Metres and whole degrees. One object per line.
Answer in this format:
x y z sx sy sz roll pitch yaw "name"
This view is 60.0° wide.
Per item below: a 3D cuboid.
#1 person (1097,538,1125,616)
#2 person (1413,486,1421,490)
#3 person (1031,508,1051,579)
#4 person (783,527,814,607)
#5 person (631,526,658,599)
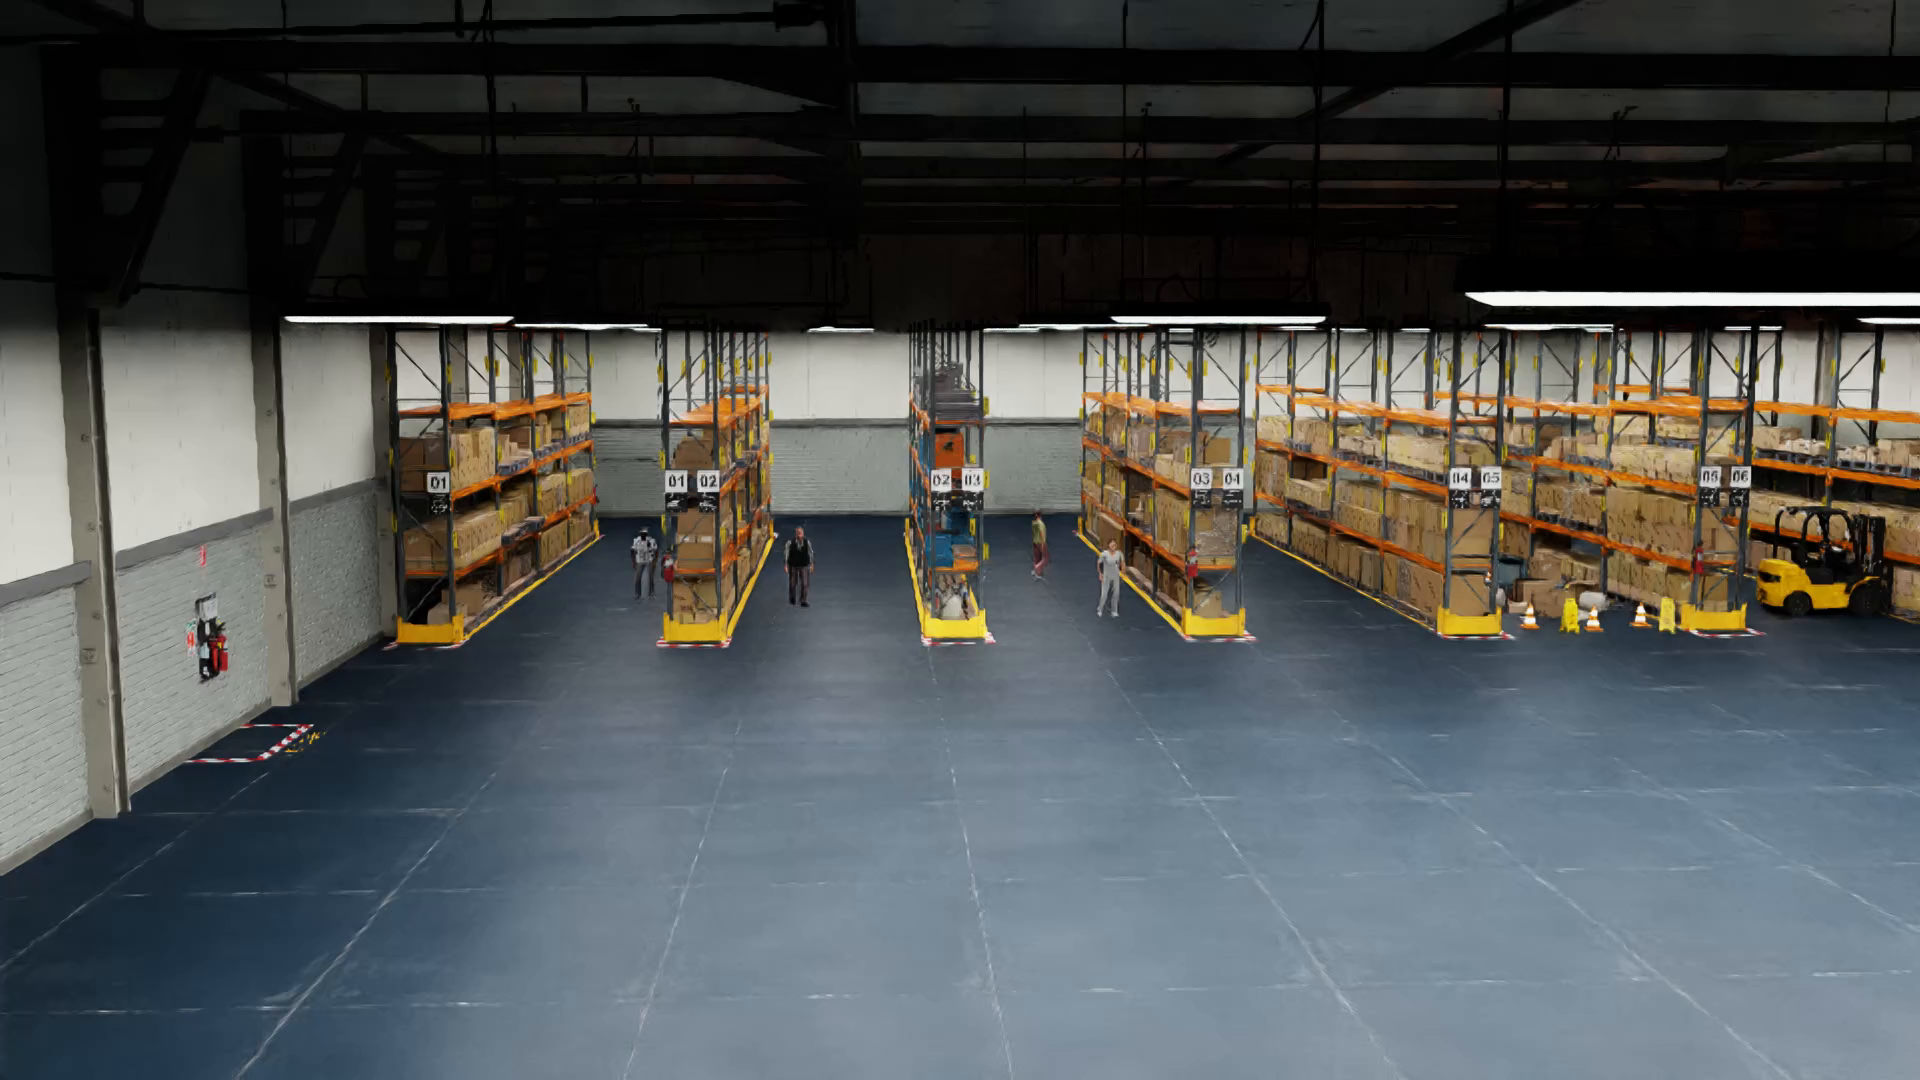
3.068 0.752 33.854 0.580 1.618 0.507 -1 7 -5 "person"
12.337 -0.730 44.975 0.622 1.772 0.697 1 7 12 "person"
1.842 0.099 38.849 0.432 1.670 0.503 -4 8 -30 "person"
-3.421 0.543 35.229 0.662 1.688 0.678 -1 7 -11 "person"
-6.836 0.476 36.051 0.592 1.629 0.531 -1 7 -5 "person"
